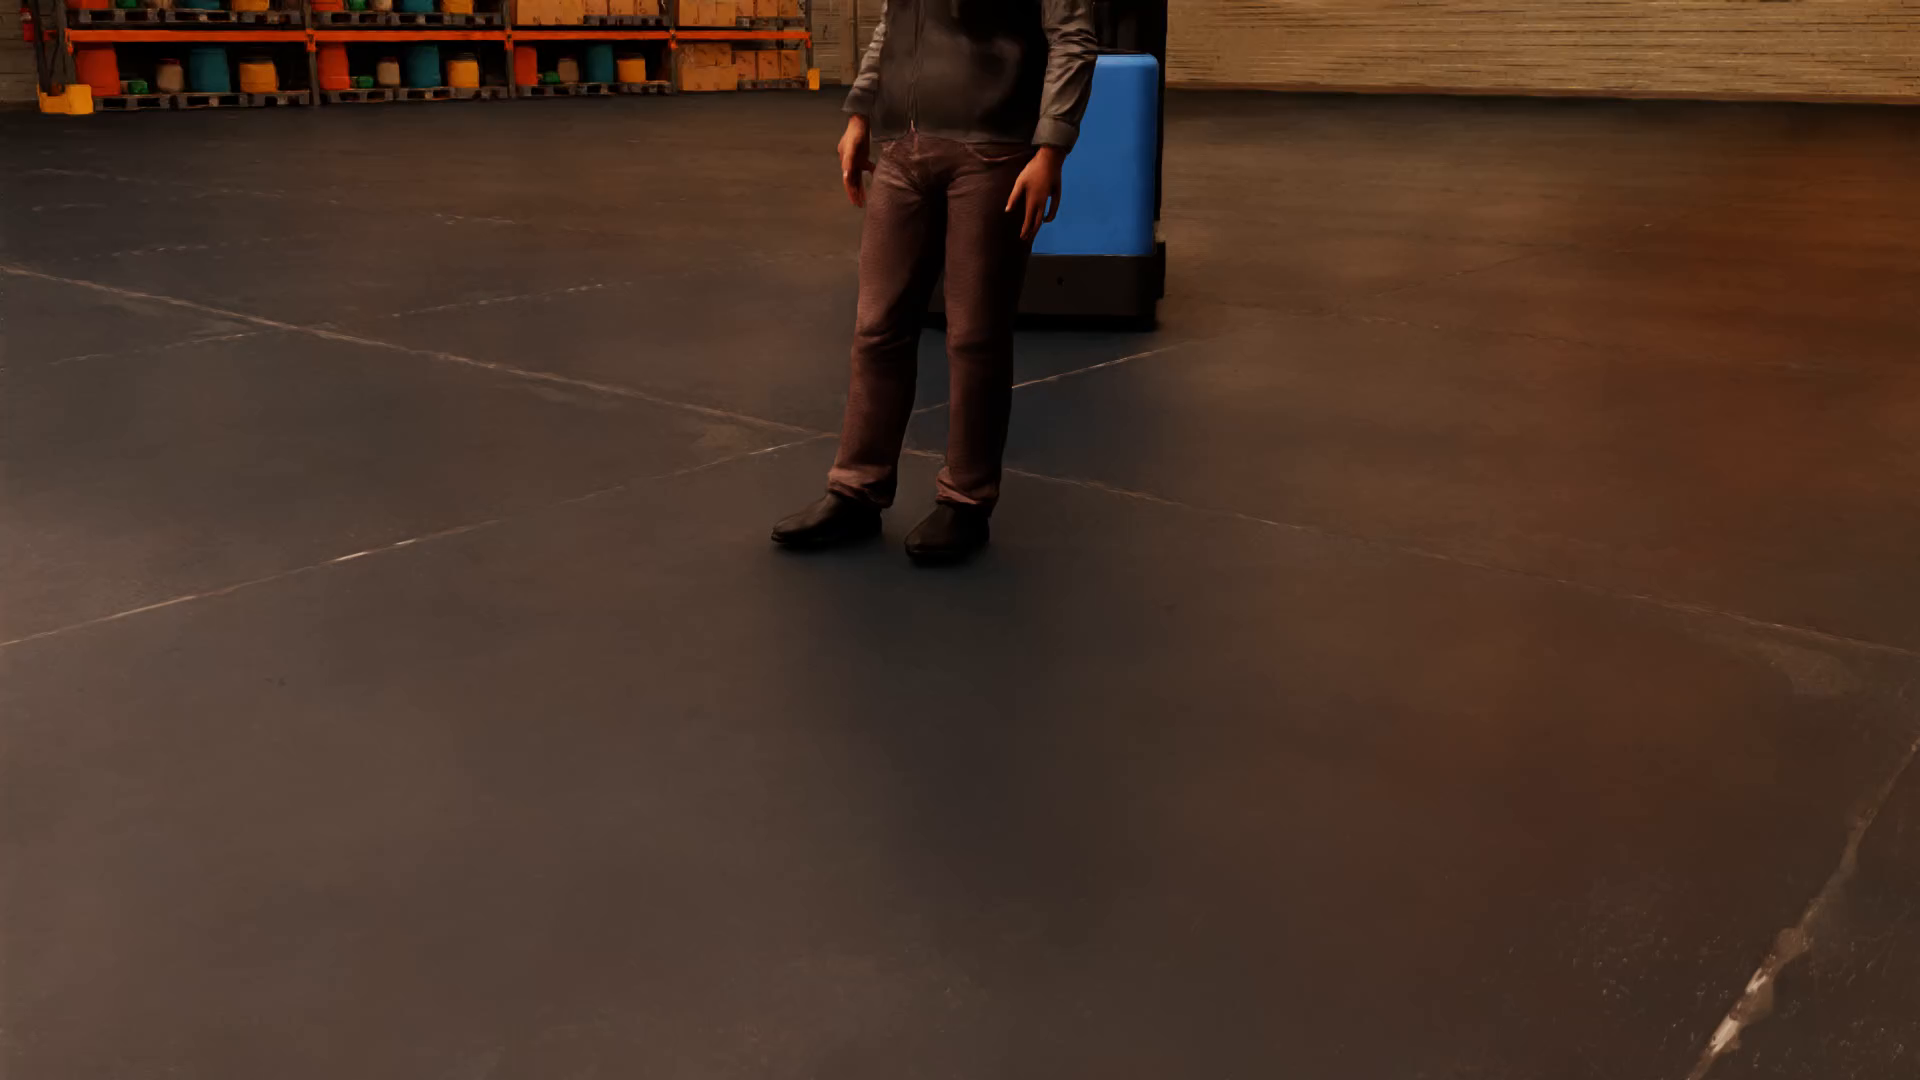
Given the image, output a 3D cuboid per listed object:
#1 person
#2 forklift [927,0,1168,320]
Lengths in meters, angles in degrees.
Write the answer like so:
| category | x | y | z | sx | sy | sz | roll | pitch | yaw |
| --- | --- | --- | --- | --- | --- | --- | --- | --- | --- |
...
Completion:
| category | x | y | z | sx | sy | sz | roll | pitch | yaw |
| --- | --- | --- | --- | --- | --- | --- | --- | --- | --- |
| person | -0.046 | -0.818 | 3.649 | 0.632 | 1.720 | 0.567 | 13 | 21 | 37 |
| forklift | 0.424 | -2.680 | 7.723 | 1.130 | 2.935 | 3.031 | 2 | 17 | 6 |
